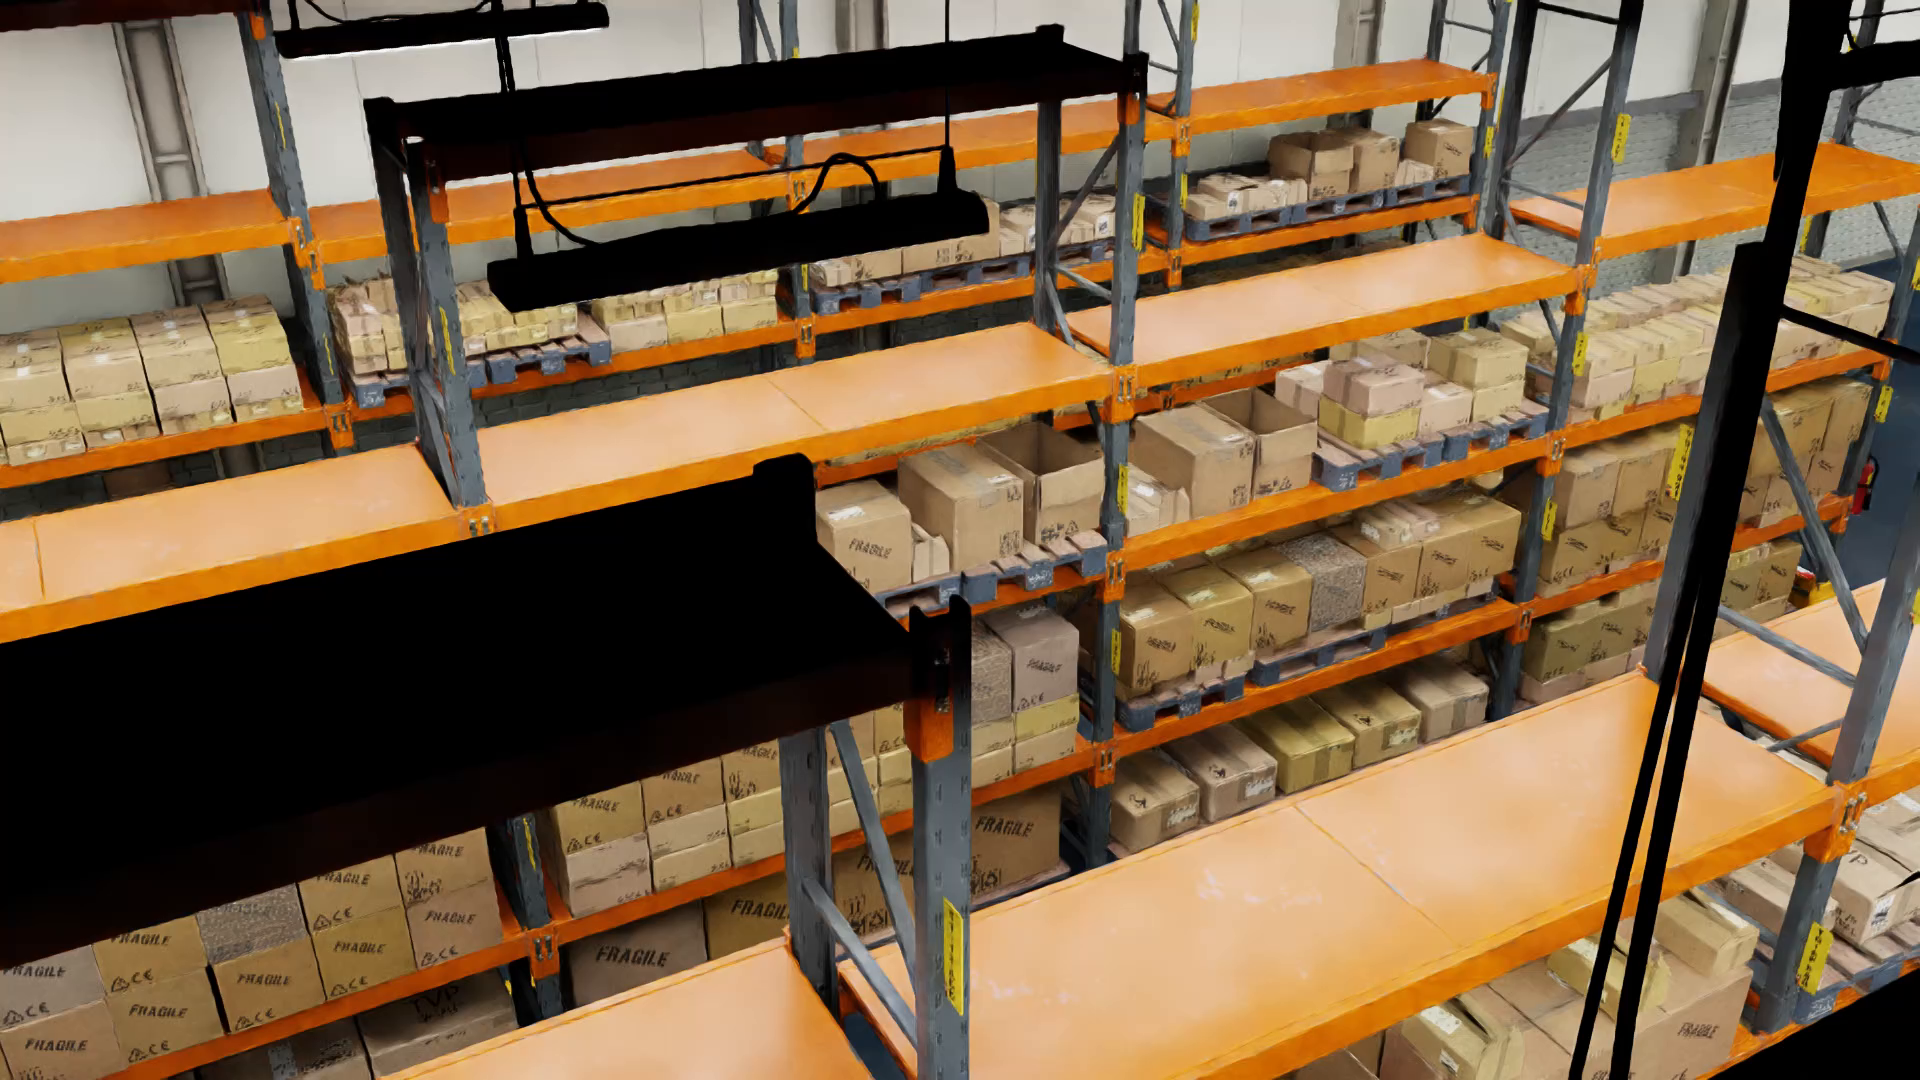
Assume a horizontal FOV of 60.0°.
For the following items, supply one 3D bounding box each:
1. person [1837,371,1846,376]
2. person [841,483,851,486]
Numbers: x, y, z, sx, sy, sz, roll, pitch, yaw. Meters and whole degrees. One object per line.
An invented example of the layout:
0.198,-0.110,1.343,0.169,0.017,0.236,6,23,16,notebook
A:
8.980,-1.198,17.452,0.373,1.666,0.563,16,32,28,person
-0.960,0.243,14.744,0.588,1.650,0.555,-3,28,-5,person
